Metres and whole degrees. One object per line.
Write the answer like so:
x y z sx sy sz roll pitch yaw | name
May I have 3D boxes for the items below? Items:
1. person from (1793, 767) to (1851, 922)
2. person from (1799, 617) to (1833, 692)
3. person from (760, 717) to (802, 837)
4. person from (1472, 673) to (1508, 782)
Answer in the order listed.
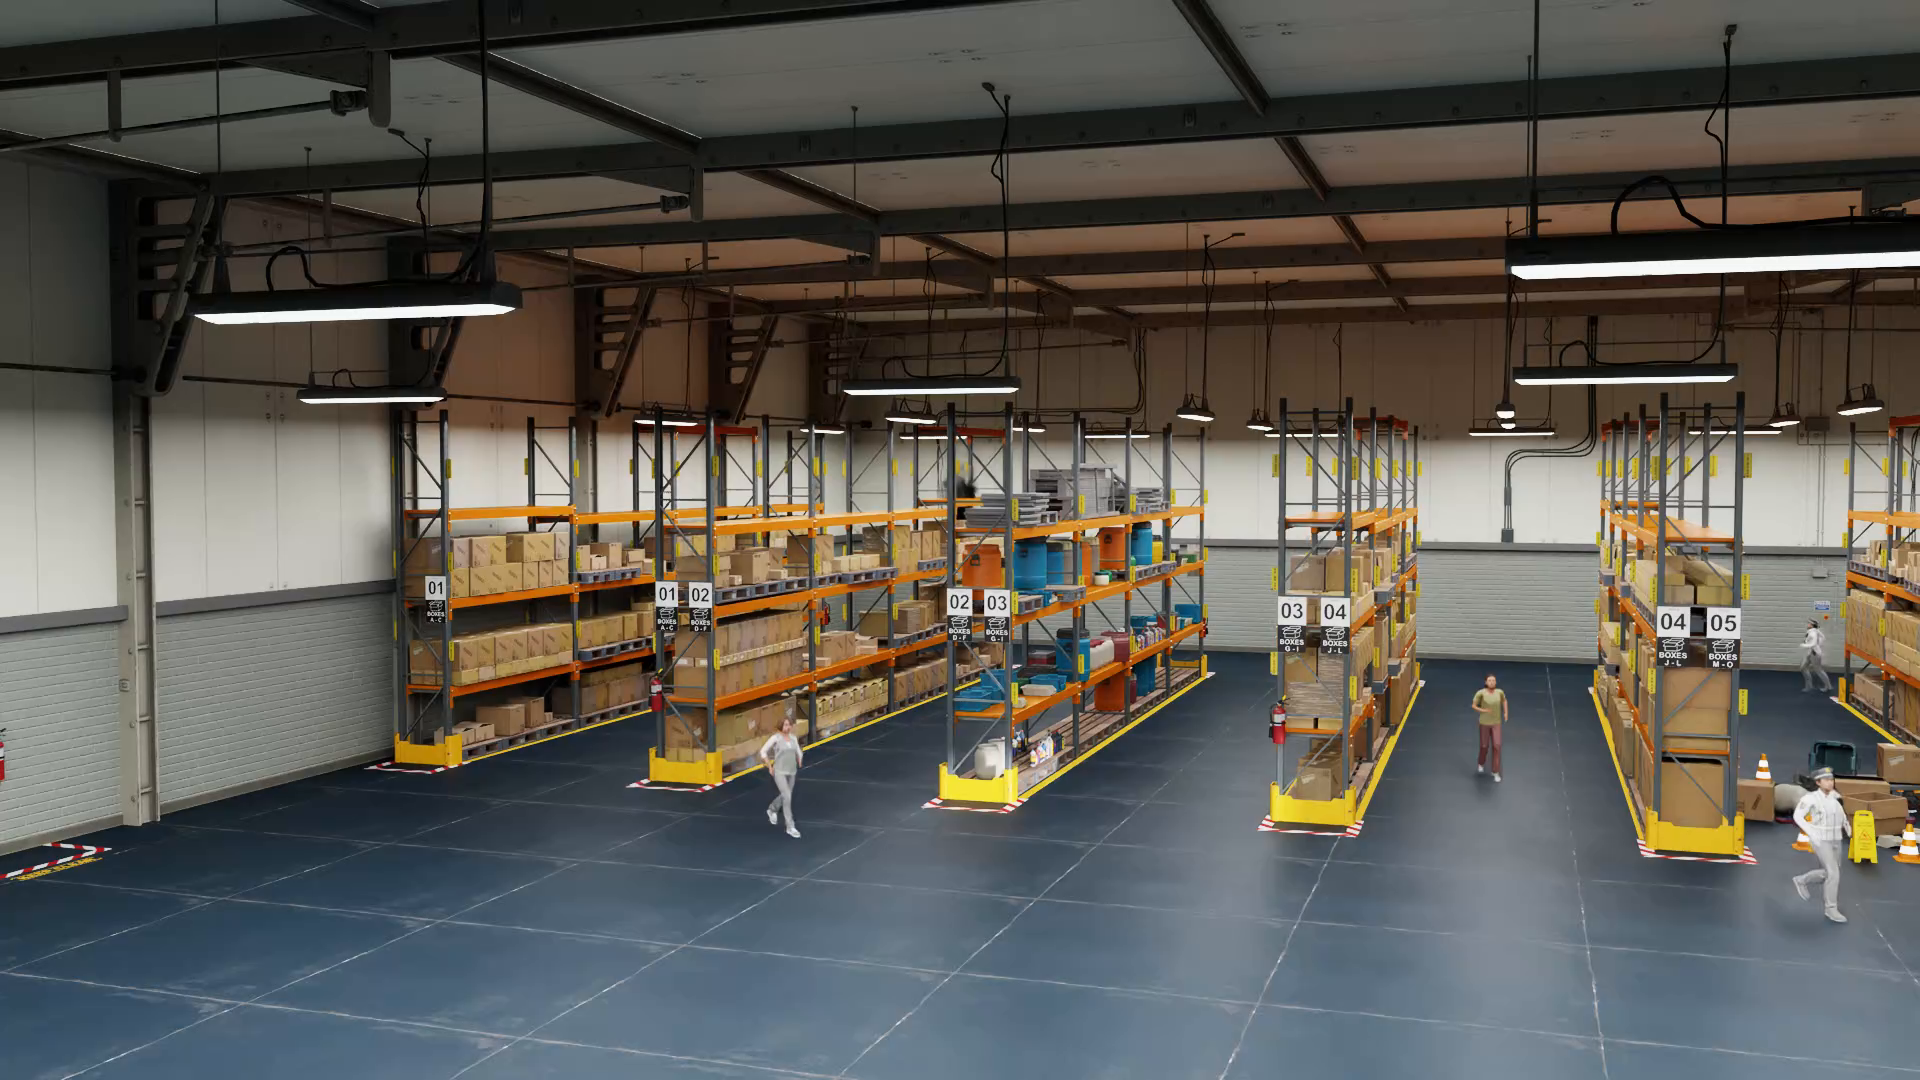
9.680 3.374 18.675 0.612 1.688 0.725 -1 3 -17 | person
19.051 2.584 37.009 0.692 1.736 0.607 1 3 21 | person
-2.429 3.213 22.792 0.549 1.597 0.861 -2 3 -40 | person
8.578 3.010 26.934 0.594 1.717 0.819 0 2 5 | person
